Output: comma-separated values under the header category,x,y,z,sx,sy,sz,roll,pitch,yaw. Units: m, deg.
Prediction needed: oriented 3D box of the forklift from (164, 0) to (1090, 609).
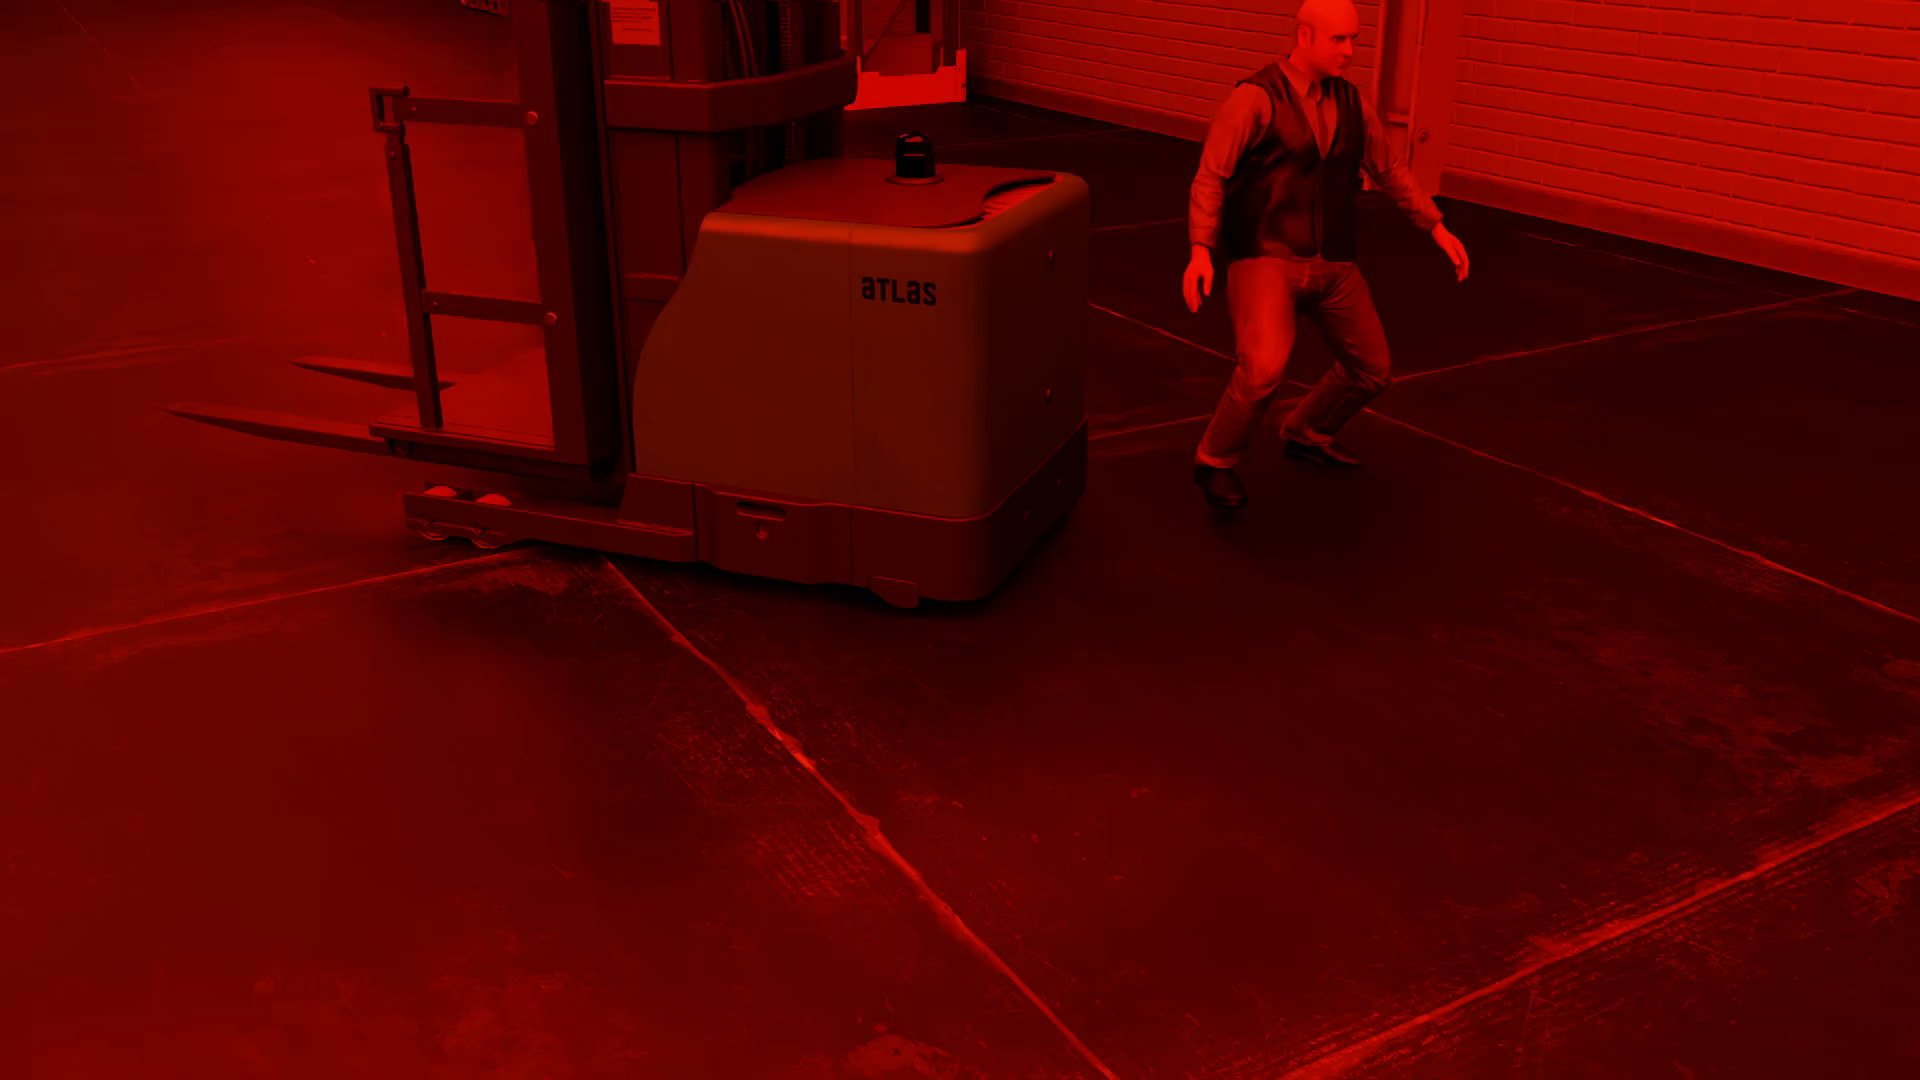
category,x,y,z,sx,sy,sz,roll,pitch,yaw
forklift,-1.166,-1.503,4.936,3.031,2.935,1.130,8,24,20

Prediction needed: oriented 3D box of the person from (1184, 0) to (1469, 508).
category,x,y,z,sx,sy,sz,roll,pitch,yaw
person,1.107,-0.890,5.253,0.938,1.596,0.675,-9,24,-21
